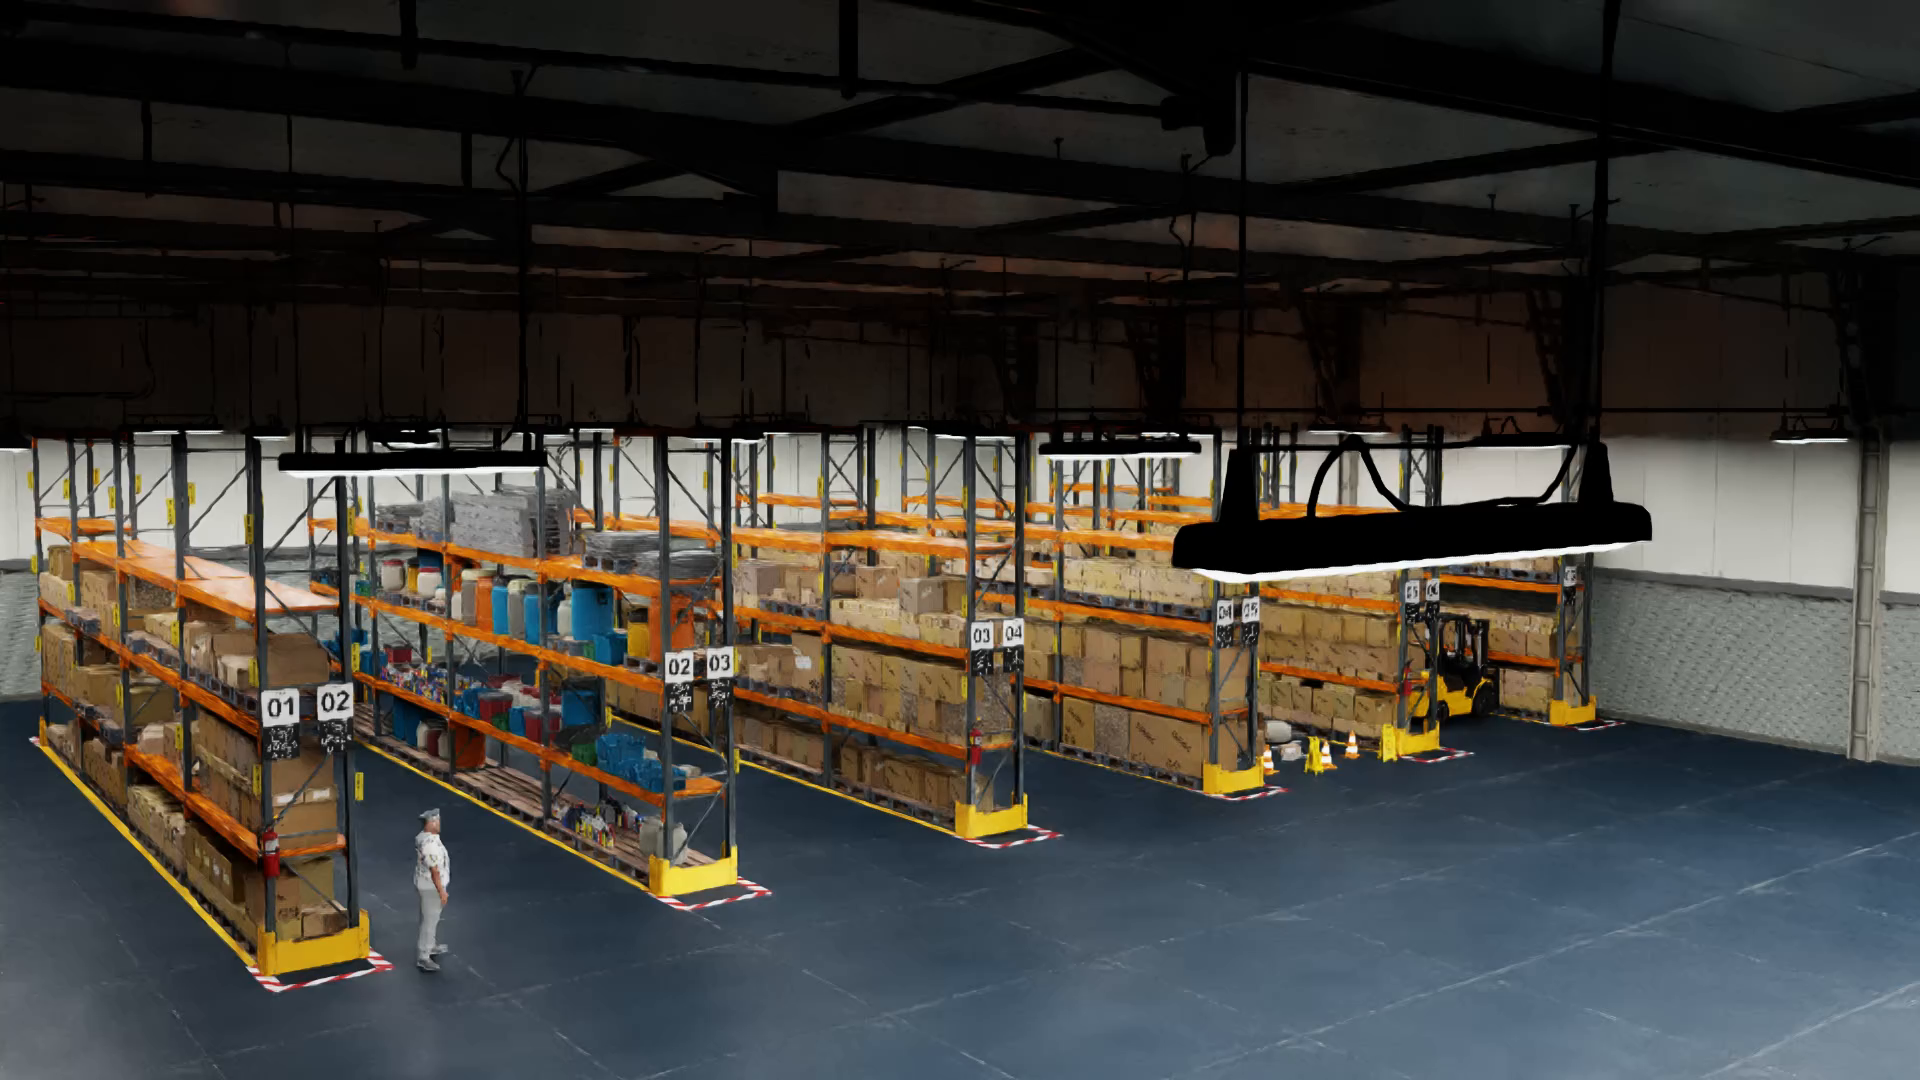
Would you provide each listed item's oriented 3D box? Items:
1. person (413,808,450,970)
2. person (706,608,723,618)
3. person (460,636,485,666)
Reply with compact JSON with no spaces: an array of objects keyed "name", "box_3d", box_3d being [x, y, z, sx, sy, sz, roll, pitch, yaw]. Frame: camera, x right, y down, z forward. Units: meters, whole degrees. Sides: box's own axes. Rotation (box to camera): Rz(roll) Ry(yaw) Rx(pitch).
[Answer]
[{"name":"person","box_3d":[-6.032,3.944,18.991,0.405,1.765,0.716,-2,5,-25]},{"name":"person","box_3d":[-6.074,2.176,41.764,0.598,1.772,0.577,0,4,-1]},{"name":"person","box_3d":[-12.079,2.281,41.231,0.521,1.652,0.717,1,5,9]}]
